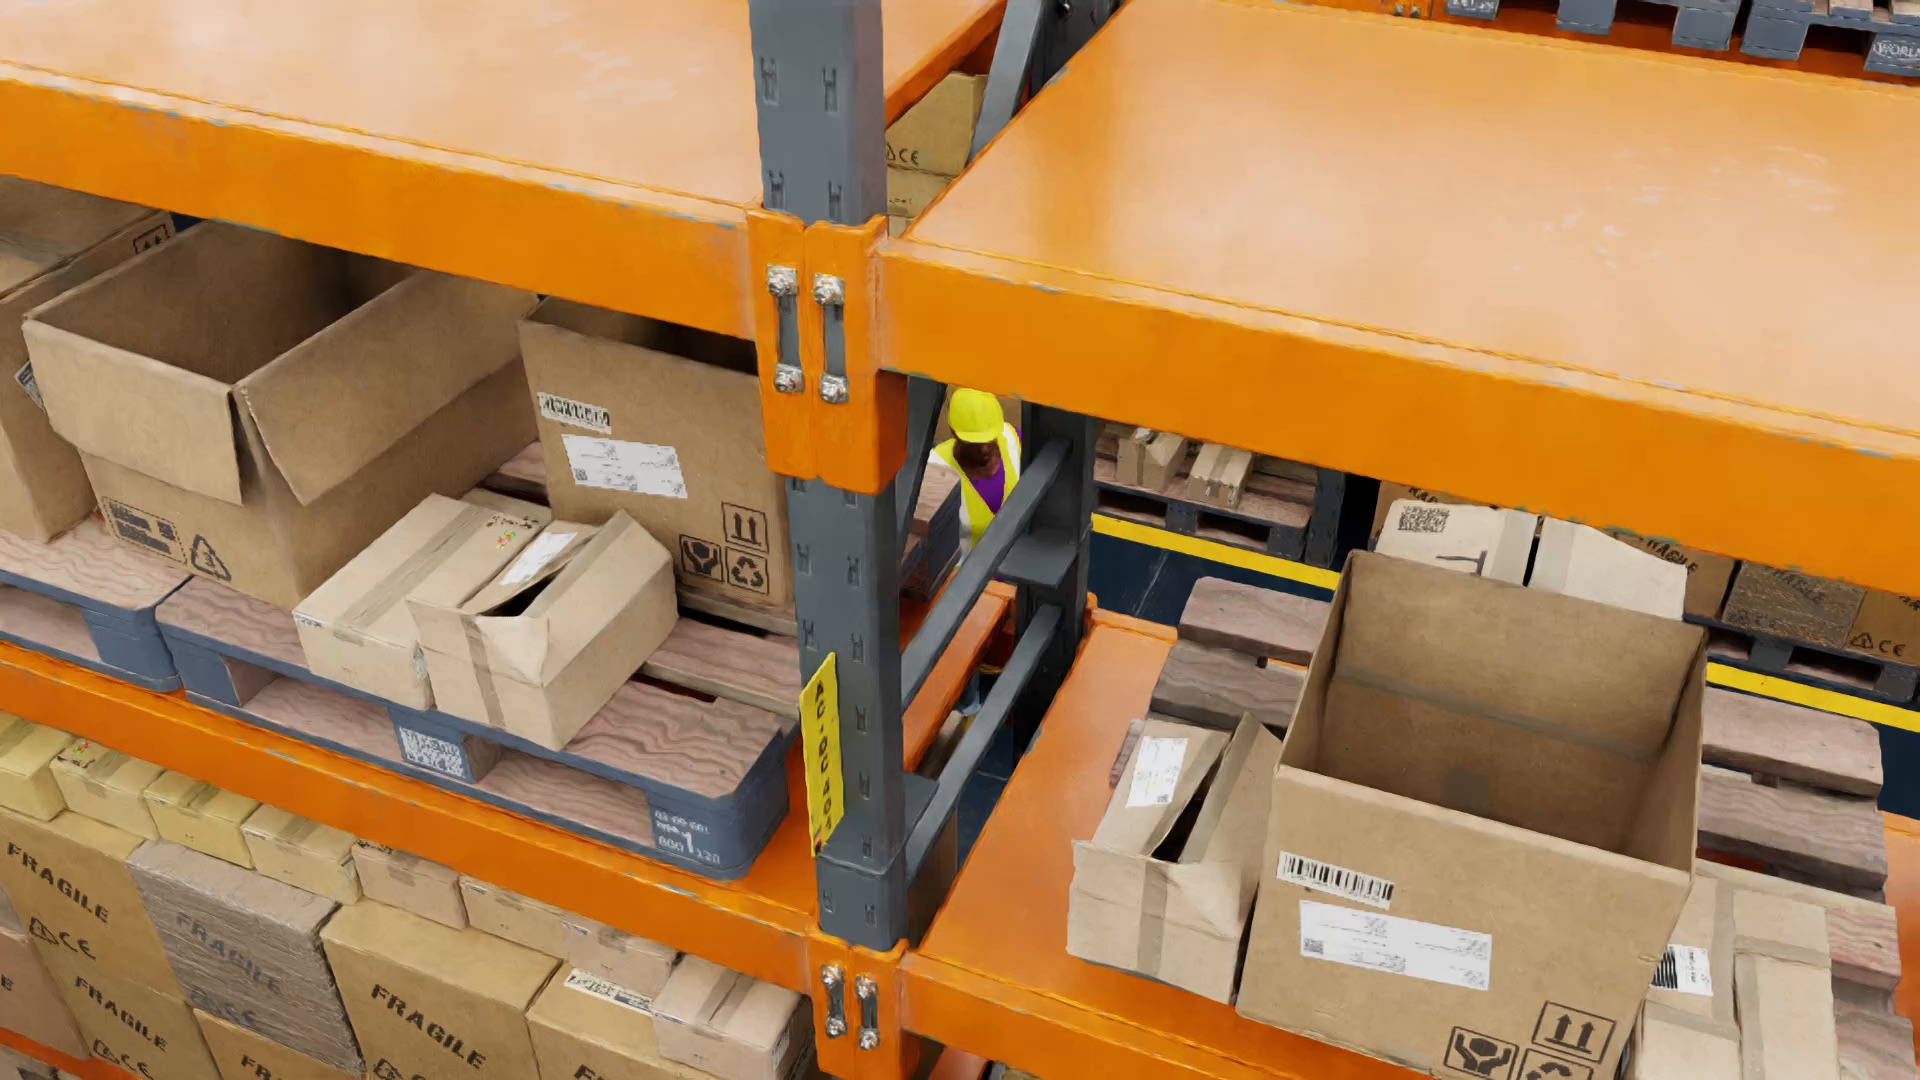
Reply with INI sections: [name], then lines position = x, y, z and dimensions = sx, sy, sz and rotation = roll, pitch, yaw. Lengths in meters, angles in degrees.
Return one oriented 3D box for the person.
[person]
position = 0.033, 0.069, 6.711
dimensions = 0.613, 1.758, 0.575
rotation = -21, 42, -26
